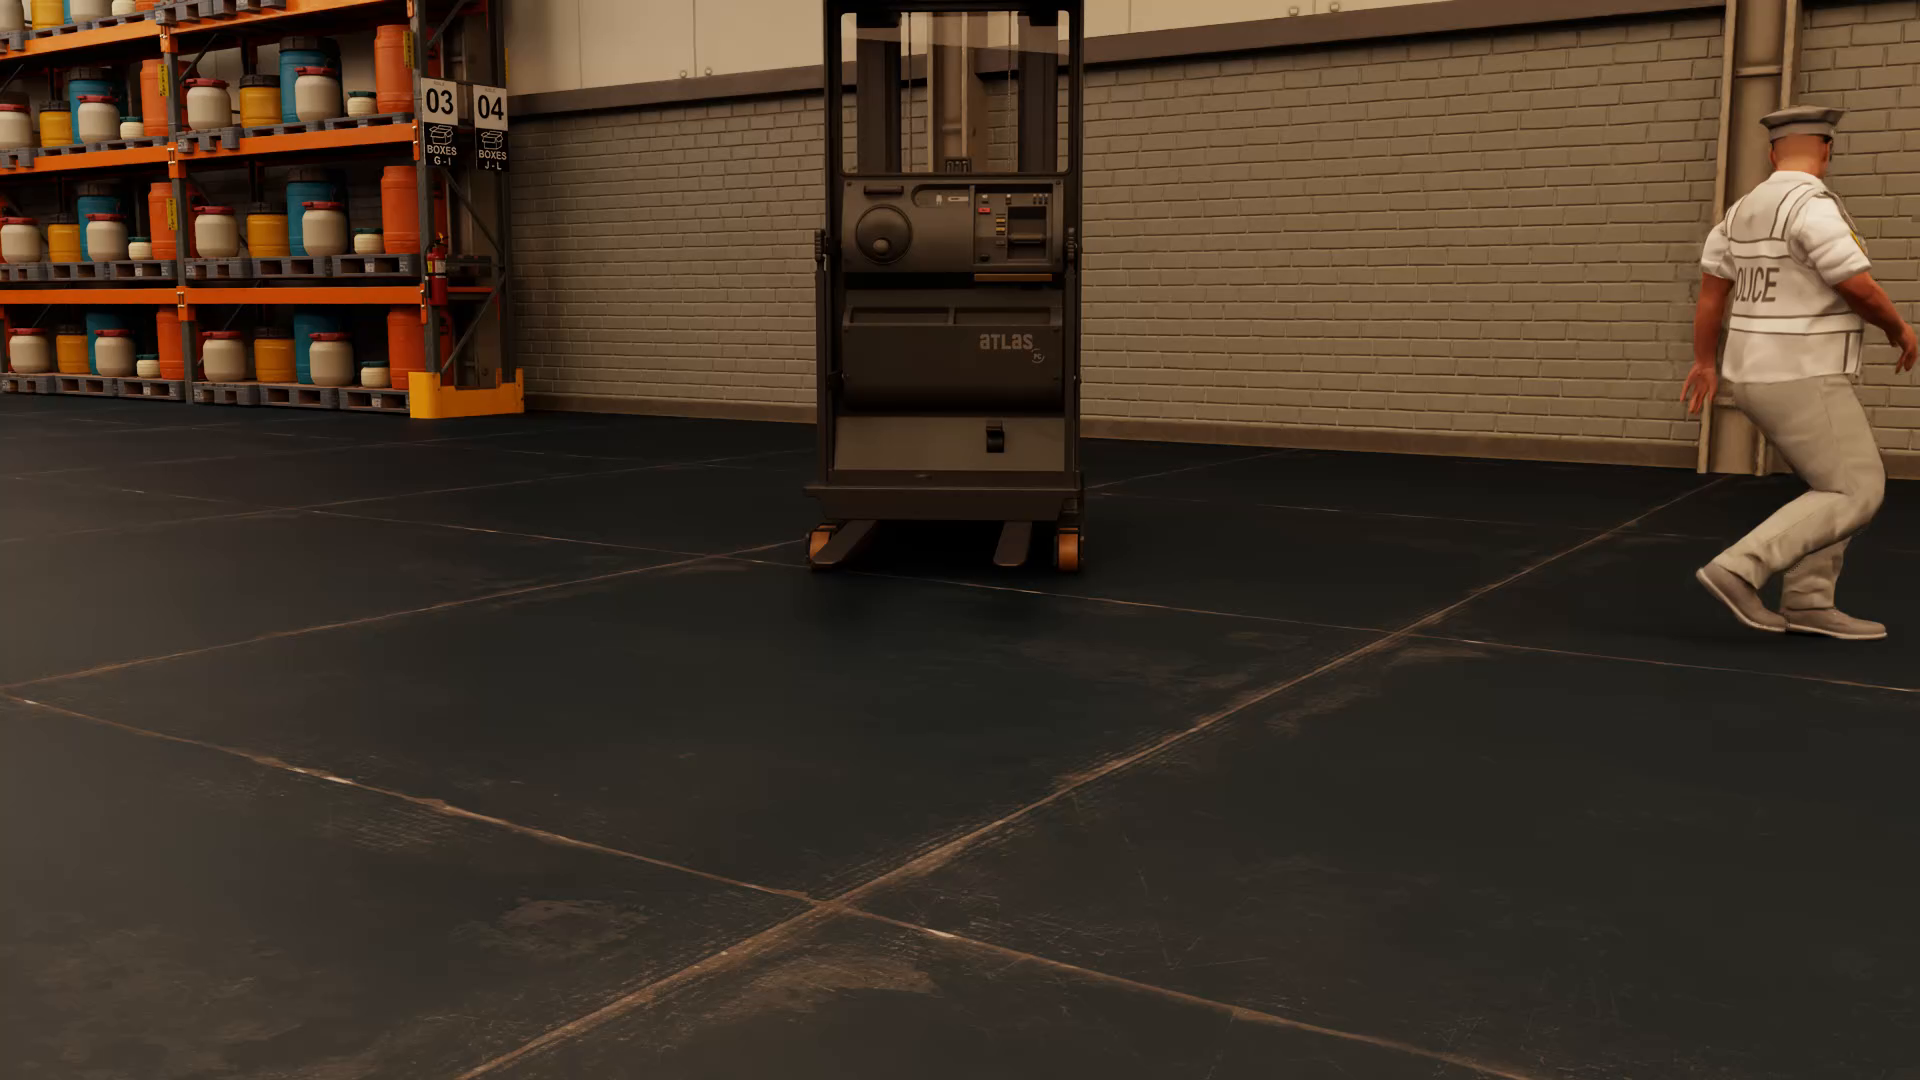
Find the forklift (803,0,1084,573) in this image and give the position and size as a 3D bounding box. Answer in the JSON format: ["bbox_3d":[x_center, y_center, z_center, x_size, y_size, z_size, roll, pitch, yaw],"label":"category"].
[{"bbox_3d":[-0.042,-1.363,6.781,1.130,2.935,3.031,1,8,4],"label":"forklift"}]

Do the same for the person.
[{"bbox_3d":[2.692,-0.524,5.328,0.635,1.692,0.699,2,8,11],"label":"person"}]
